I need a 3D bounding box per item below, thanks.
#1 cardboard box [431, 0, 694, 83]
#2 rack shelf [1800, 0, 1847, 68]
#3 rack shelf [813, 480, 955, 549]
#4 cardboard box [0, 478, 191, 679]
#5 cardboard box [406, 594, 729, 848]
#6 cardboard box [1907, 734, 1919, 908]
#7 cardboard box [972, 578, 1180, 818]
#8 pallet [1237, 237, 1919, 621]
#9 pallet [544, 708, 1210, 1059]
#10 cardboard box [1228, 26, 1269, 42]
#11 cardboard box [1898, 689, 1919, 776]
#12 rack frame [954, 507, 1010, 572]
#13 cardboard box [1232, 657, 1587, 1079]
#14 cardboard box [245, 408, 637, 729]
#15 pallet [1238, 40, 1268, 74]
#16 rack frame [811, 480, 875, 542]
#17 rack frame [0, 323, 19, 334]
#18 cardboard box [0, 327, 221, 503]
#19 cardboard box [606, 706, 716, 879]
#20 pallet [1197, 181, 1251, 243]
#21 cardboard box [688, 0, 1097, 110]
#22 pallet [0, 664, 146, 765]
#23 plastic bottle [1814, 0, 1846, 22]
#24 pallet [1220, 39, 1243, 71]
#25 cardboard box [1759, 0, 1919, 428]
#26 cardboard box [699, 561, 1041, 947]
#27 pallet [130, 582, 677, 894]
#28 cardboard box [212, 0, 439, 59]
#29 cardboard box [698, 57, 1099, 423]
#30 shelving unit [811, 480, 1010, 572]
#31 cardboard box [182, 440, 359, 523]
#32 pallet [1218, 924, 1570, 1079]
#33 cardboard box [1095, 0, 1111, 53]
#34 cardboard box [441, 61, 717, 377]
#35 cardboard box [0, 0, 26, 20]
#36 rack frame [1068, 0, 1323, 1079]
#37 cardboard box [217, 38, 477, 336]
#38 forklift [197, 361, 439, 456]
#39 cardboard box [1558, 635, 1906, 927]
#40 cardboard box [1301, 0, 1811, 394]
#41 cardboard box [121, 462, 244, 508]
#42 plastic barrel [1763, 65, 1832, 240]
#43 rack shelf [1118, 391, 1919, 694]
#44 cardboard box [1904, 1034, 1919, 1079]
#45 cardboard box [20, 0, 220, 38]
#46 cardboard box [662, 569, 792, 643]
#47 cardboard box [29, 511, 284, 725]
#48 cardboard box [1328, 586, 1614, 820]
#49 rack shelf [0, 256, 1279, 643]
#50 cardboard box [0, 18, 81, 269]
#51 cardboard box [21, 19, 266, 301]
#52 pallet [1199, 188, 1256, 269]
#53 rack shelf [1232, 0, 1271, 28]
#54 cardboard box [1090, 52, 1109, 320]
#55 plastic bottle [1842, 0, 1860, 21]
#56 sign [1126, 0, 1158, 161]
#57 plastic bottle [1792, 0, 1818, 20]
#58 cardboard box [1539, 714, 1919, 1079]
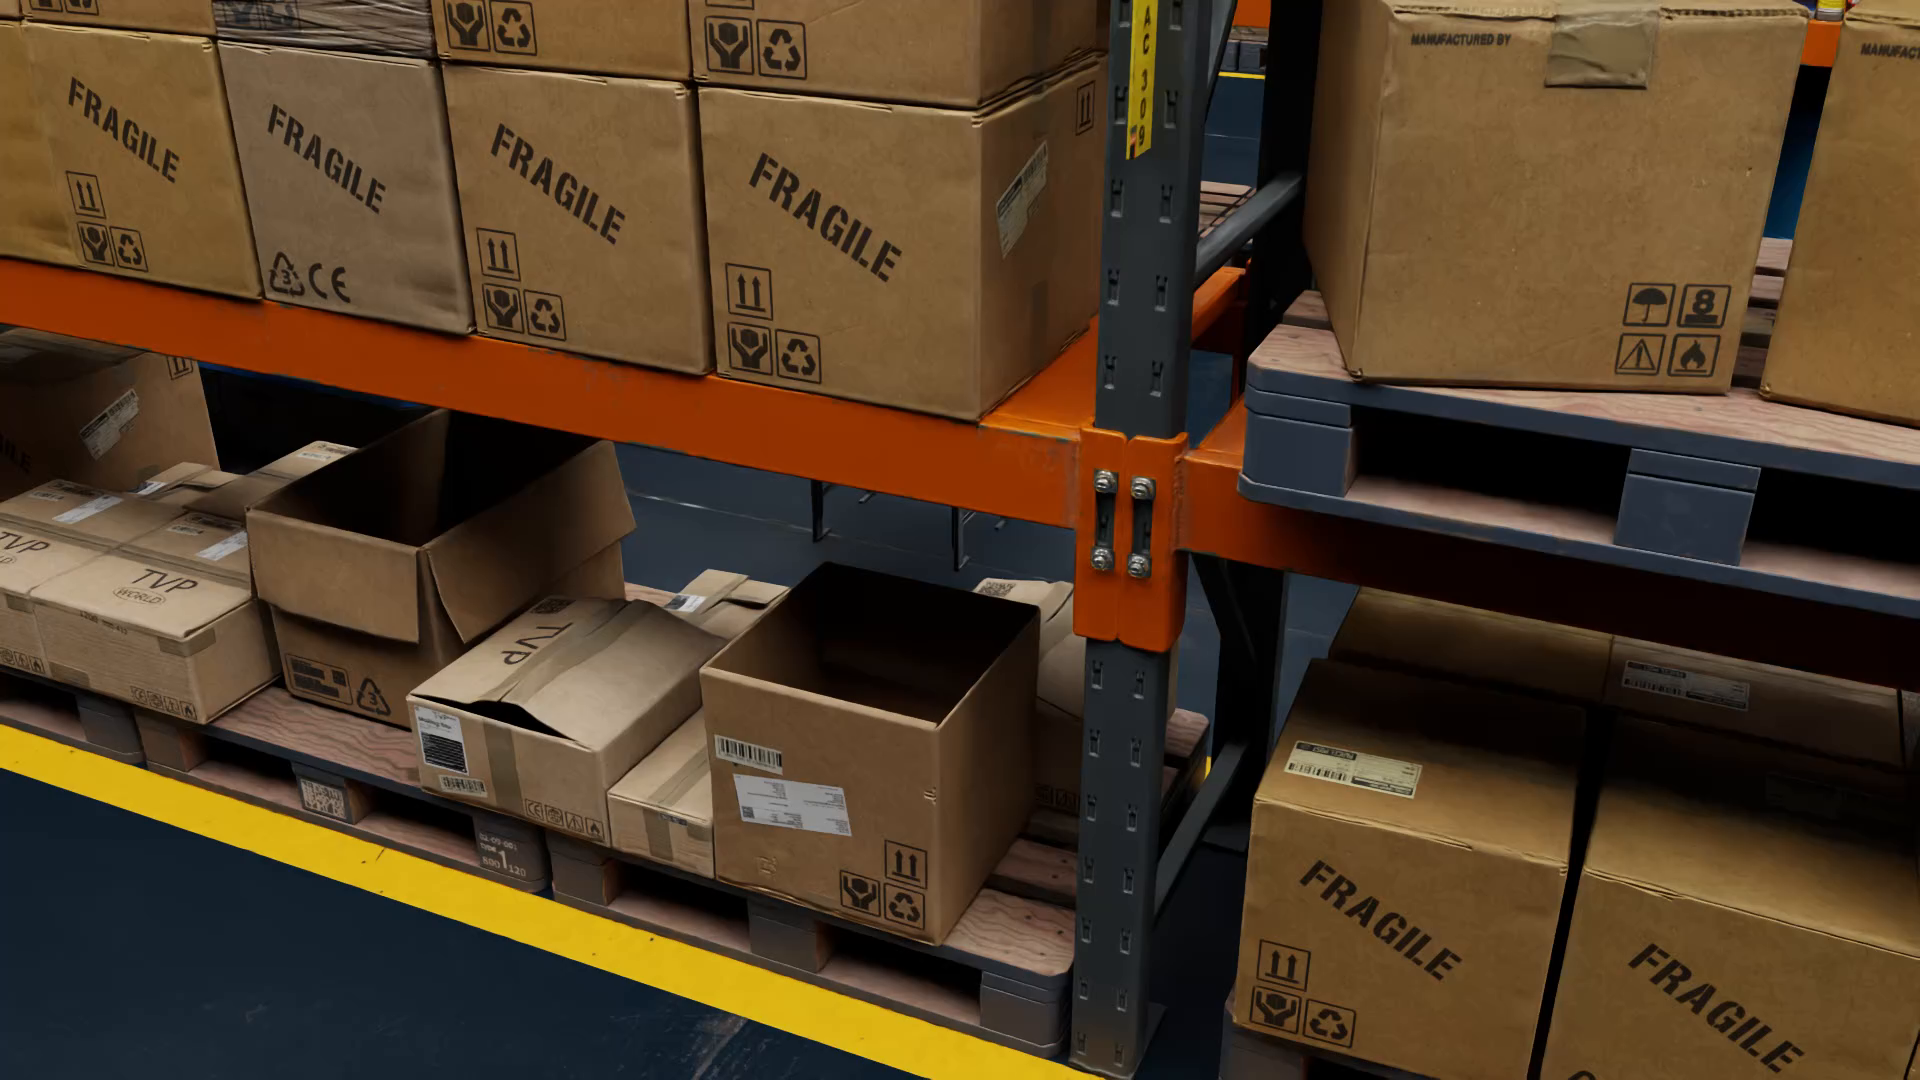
[{"bbox_3d":[-0.564,-1.098,2.839,0.500,0.500,0.500,11,28,21],"label":"cardboard box"},{"bbox_3d":[4.346,-1.826,6.377,4.000,0.370,1.077,11,28,22],"label":"rack shelf"},{"bbox_3d":[-0.151,-0.332,5.163,0.480,0.518,0.431,11,28,22],"label":"rack shelf"},{"bbox_3d":[-2.337,0.086,4.294,0.500,0.250,0.500,11,28,22],"label":"cardboard box"},{"bbox_3d":[-0.847,0.358,3.672,0.500,0.311,0.500,11,28,22],"label":"cardboard box"},{"bbox_3d":[1.721,0.433,2.457,0.500,0.250,0.500,11,28,22],"label":"cardboard box"},{"bbox_3d":[0.179,0.322,3.747,0.500,0.311,0.500,11,28,22],"label":"cardboard box"},{"bbox_3d":[1.154,-0.247,2.574,1.213,0.211,1.003,11,28,22],"label":"pallet"},{"bbox_3d":[-0.153,0.602,3.789,1.213,0.211,1.003,11,28,22],"label":"pallet"},{"bbox_3d":[2.378,-4.221,12.358,0.875,0.875,0.875,11,28,22],"label":"cardboard box"},{"bbox_3d":[1.942,0.561,3.046,0.500,0.500,0.500,12,29,22],"label":"cardboard box"},{"bbox_3d":[0.071,-0.928,4.757,0.015,2.100,0.400,11,28,22],"label":"rack frame"},{"bbox_3d":[0.811,0.587,2.994,0.500,0.500,0.500,10,28,19],"label":"cardboard box"},{"bbox_3d":[-1.241,0.058,4.065,0.637,0.503,0.797,11,28,22],"label":"cardboard box"},{"bbox_3d":[2.801,-3.648,12.420,1.213,0.211,1.003,11,28,22],"label":"pallet"},{"bbox_3d":[-0.373,-1.017,4.938,0.015,2.100,0.400,11,28,22],"label":"rack frame"},{"bbox_3d":[-3.170,-1.255,4.403,0.127,3.000,1.000,11,28,22],"label":"rack frame"},{"bbox_3d":[-2.573,-0.330,4.857,0.500,0.500,0.500,11,28,22],"label":"cardboard box"},{"bbox_3d":[-0.531,0.524,3.520,0.250,0.149,0.380,11,28,22],"label":"cardboard box"},{"bbox_3d":[0.725,-1.605,8.270,1.213,0.211,1.003,11,28,22],"label":"pallet"},{"bbox_3d":[-0.096,-1.005,2.651,0.500,0.500,0.500,12,28,22],"label":"cardboard box"},{"bbox_3d":[-2.375,0.156,4.695,1.213,0.211,1.003,11,28,22],"label":"pallet"},{"bbox_3d":[3.305,-2.071,6.285,0.097,0.201,0.097,0,26,0],"label":"plastic bottle"},{"bbox_3d":[1.694,-3.872,12.875,1.213,0.211,1.003,11,28,22],"label":"pallet"},{"bbox_3d":[1.462,-0.480,2.240,0.500,0.500,0.700,16,31,30],"label":"cardboard box"},{"bbox_3d":[-0.165,0.411,3.352,0.500,0.500,0.500,11,28,22],"label":"cardboard box"},{"bbox_3d":[-1.268,0.379,4.241,1.213,0.211,1.003,11,28,22],"label":"pallet"},{"bbox_3d":[-1.022,-1.190,3.026,0.500,0.500,0.500,12,28,22],"label":"cardboard box"},{"bbox_3d":[-0.090,-0.557,2.871,0.500,0.500,0.500,12,29,23],"label":"cardboard box"},{"bbox_3d":[-0.151,-0.972,4.848,0.503,2.100,0.431,11,28,22],"label":"shelving unit"},{"bbox_3d":[-1.721,-0.032,4.535,0.500,0.250,0.500,11,28,22],"label":"cardboard box"},{"bbox_3d":[1.227,0.861,3.262,1.213,0.211,1.003,11,28,22],"label":"pallet"},{"bbox_3d":[0.159,-1.216,3.079,0.500,0.500,0.500,12,29,23],"label":"cardboard box"},{"bbox_3d":[-0.560,-0.650,3.062,0.500,0.500,0.500,12,29,23],"label":"cardboard box"},{"bbox_3d":[-1.943,-1.375,3.402,0.500,0.500,0.500,12,29,23],"label":"cardboard box"},{"bbox_3d":[0.471,-0.523,2.917,0.127,3.000,1.000,11,28,22],"label":"rack frame"},{"bbox_3d":[-1.028,-0.743,3.251,0.500,0.500,0.500,12,29,23],"label":"cardboard box"},{"bbox_3d":[-2.902,-1.944,5.881,3.031,2.935,1.130,12,29,23],"label":"forklift"},{"bbox_3d":[1.486,0.469,3.233,0.500,0.500,0.500,11,28,22],"label":"cardboard box"},{"bbox_3d":[0.810,-0.580,2.444,0.500,0.500,0.700,2,26,4],"label":"cardboard box"},{"bbox_3d":[-2.242,-0.070,4.707,0.250,0.166,0.380,11,28,22],"label":"cardboard box"},{"bbox_3d":[3.658,-1.526,6.853,0.708,0.901,0.600,11,28,22],"label":"plastic barrel"},{"bbox_3d":[2.292,0.165,2.333,4.000,0.370,1.077,11,28,22],"label":"rack shelf"},{"bbox_3d":[1.753,0.774,2.613,0.500,0.500,0.500,12,29,22],"label":"cardboard box"},{"bbox_3d":[-1.480,-1.283,3.214,0.500,0.500,0.500,11,28,21],"label":"cardboard box"},{"bbox_3d":[-0.613,0.232,4.092,0.250,0.166,0.380,11,28,22],"label":"cardboard box"},{"bbox_3d":[-1.882,0.178,4.108,0.500,0.250,0.500,11,28,22],"label":"cardboard box"},{"bbox_3d":[1.039,0.376,3.423,0.500,0.500,0.500,11,28,22],"label":"cardboard box"},{"bbox_3d":[-1.349,-0.566,3.819,4.000,0.370,1.077,11,28,22],"label":"rack shelf"},{"bbox_3d":[-1.948,-0.927,3.625,0.500,0.500,0.500,11,28,22],"label":"cardboard box"},{"bbox_3d":[-1.493,-0.835,3.438,0.500,0.500,0.500,12,29,22],"label":"cardboard box"},{"bbox_3d":[1.840,-1.382,7.819,1.213,0.211,1.003,11,28,22],"label":"pallet"},{"bbox_3d":[0.705,-2.557,7.863,4.000,0.370,1.077,11,28,22],"label":"rack shelf"},{"bbox_3d":[0.120,-0.771,3.307,0.500,0.500,0.500,12,29,23],"label":"cardboard box"},{"bbox_3d":[3.393,-2.053,6.248,0.097,0.201,0.097,0,26,0],"label":"plastic bottle"},{"bbox_3d":[0.254,-0.692,2.280,0.005,0.325,0.100,11,28,22],"label":"sign"},{"bbox_3d":[3.216,-2.120,6.305,0.097,0.271,0.097,0,26,0],"label":"plastic bottle"},{"bbox_3d":[1.301,0.680,2.805,0.500,0.500,0.500,12,29,23],"label":"cardboard box"}]
